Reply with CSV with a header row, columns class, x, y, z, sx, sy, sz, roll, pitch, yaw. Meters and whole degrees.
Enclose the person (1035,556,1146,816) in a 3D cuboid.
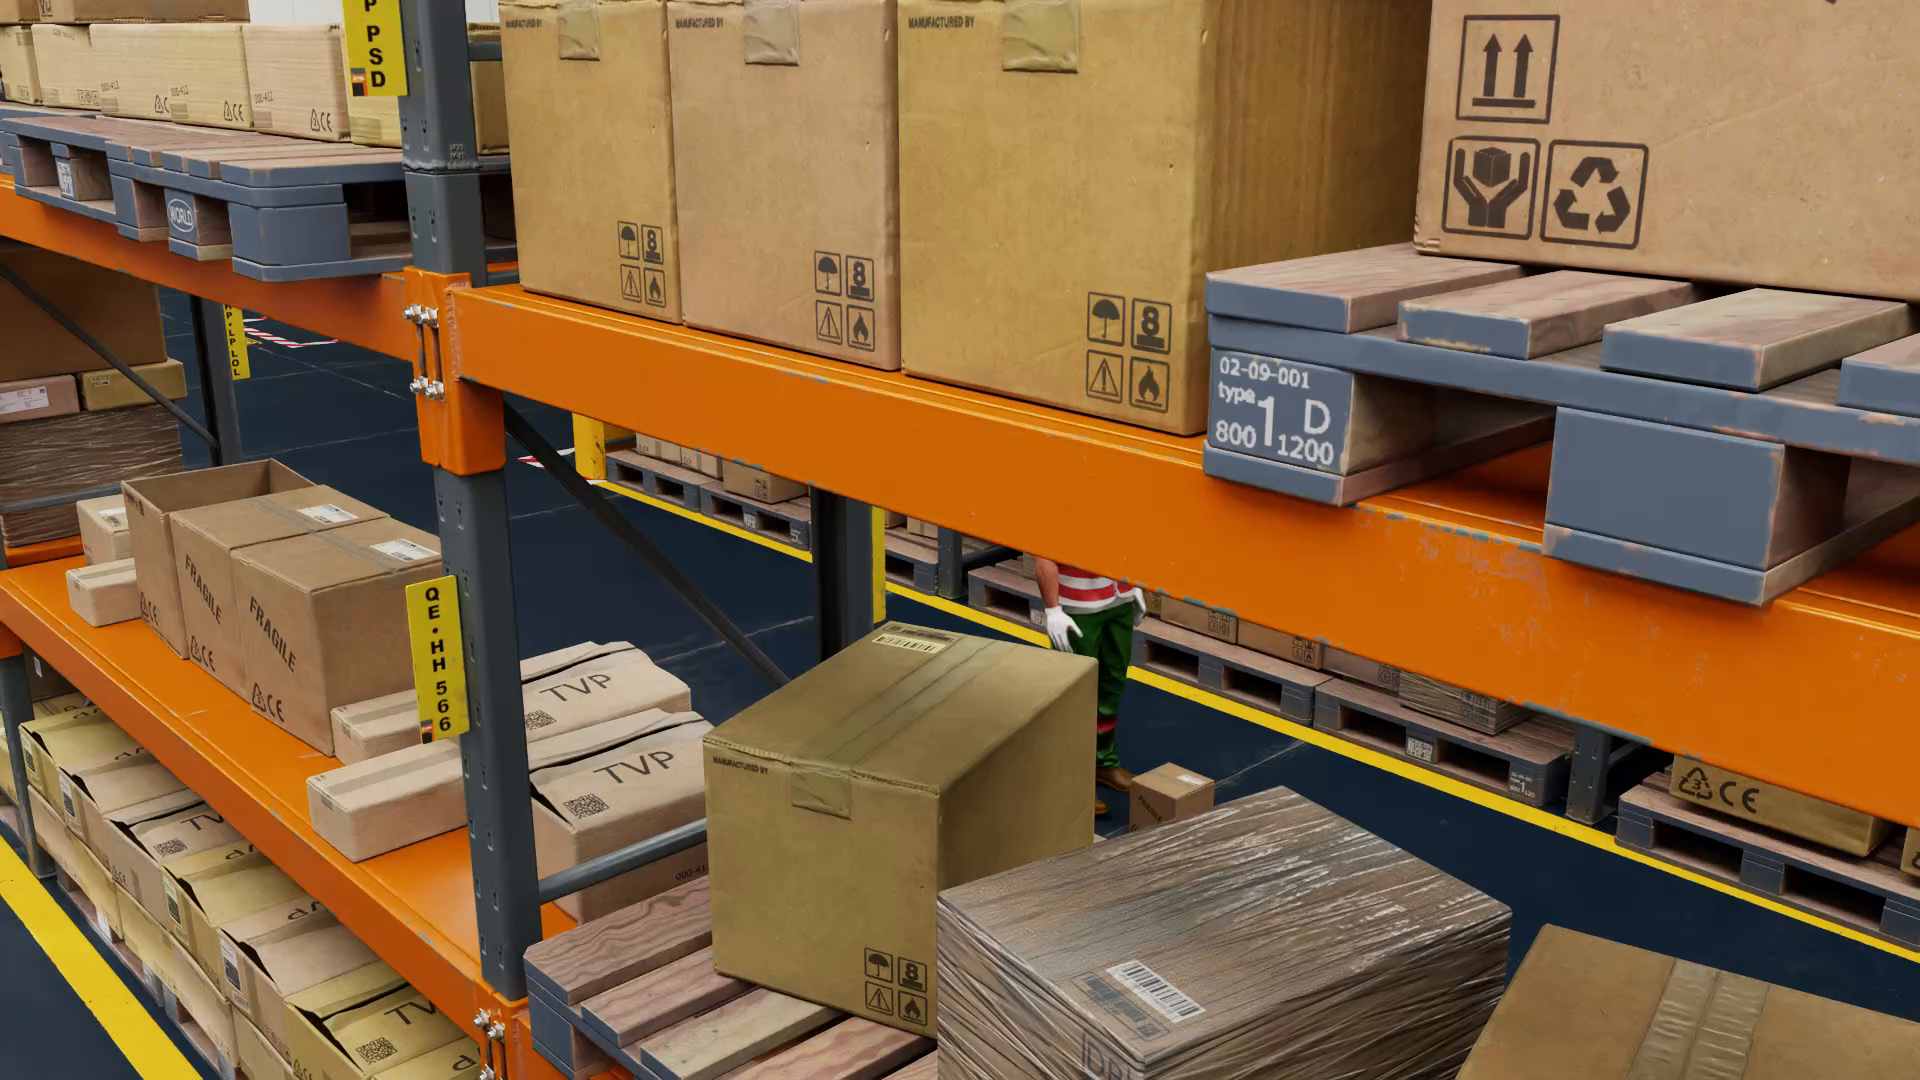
class,x,y,z,sx,sy,sz,roll,pitch,yaw
person,0.573,0.285,7.072,0.577,1.808,0.372,-15,23,-40
